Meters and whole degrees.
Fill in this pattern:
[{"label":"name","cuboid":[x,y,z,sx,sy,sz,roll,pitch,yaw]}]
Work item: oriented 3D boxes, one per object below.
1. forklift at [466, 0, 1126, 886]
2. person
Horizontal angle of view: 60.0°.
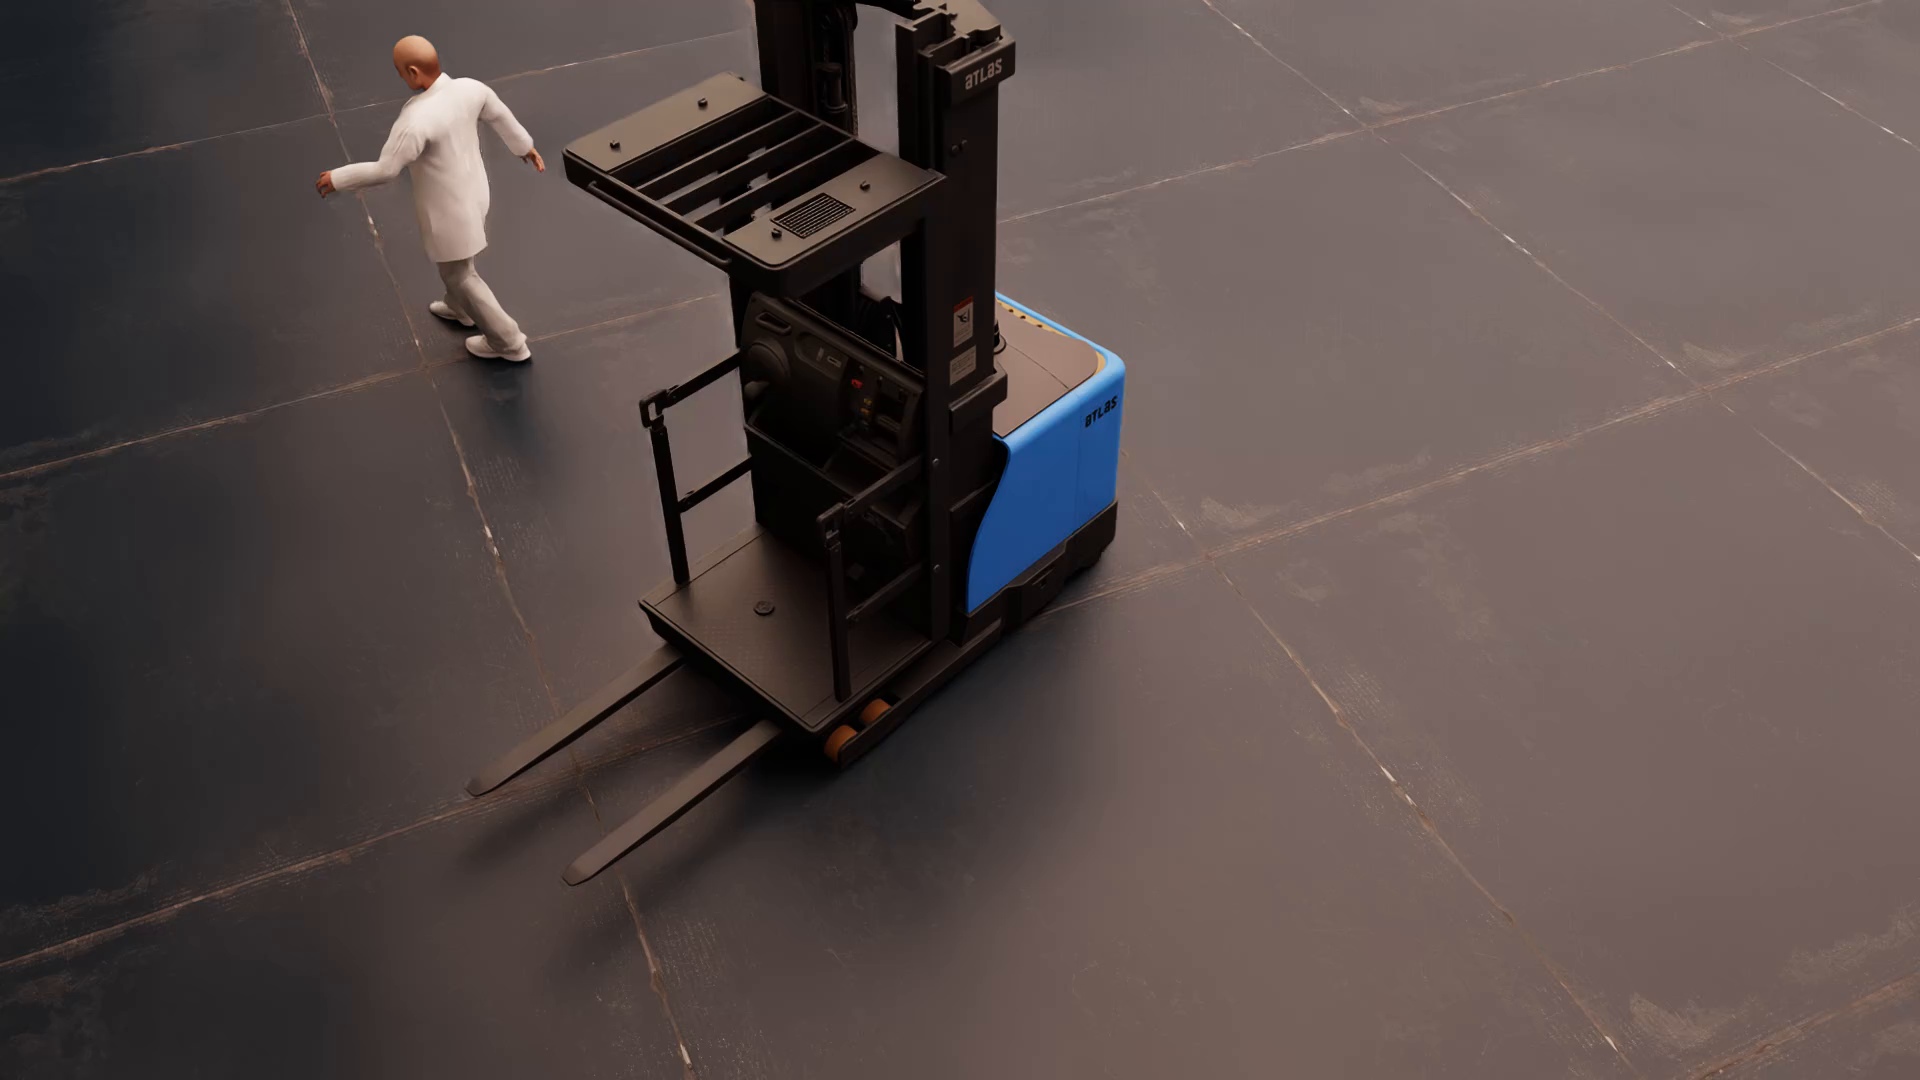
[{"label":"forklift","cuboid":[-0.648,-0.543,6.261,1.130,2.935,3.031,32,52,30]},{"label":"person","cuboid":[-2.608,-1.754,8.446,0.797,1.765,1.032,16,45,16]}]
